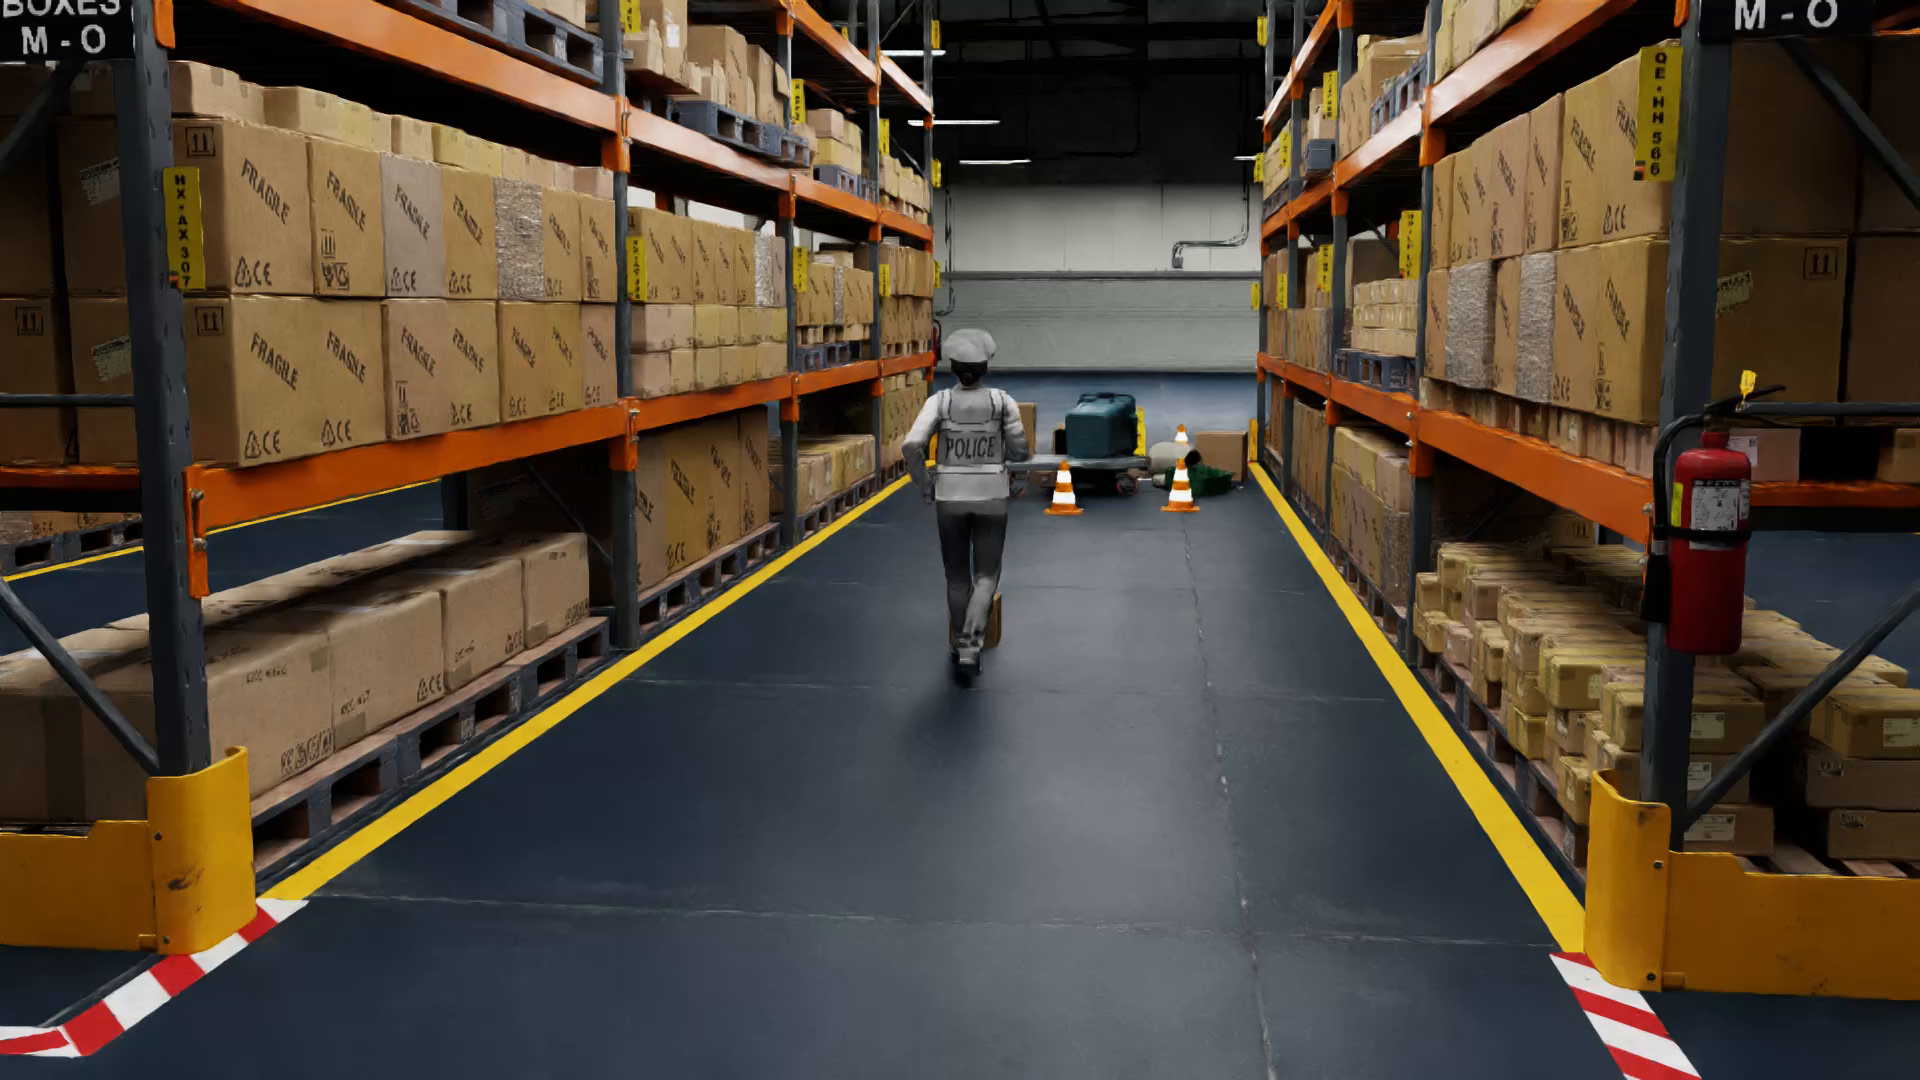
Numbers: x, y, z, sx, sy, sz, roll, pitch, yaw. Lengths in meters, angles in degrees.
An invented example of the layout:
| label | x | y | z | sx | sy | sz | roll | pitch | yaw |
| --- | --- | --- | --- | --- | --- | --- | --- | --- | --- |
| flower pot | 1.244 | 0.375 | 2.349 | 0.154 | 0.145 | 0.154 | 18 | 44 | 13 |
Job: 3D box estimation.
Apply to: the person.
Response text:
| label | x | y | z | sx | sy | sz | roll | pitch | yaw |
| --- | --- | --- | --- | --- | --- | --- | --- | --- | --- |
| person | 0.059 | -0.195 | 8.129 | 0.573 | 1.679 | 0.794 | 1 | 8 | 8 |
